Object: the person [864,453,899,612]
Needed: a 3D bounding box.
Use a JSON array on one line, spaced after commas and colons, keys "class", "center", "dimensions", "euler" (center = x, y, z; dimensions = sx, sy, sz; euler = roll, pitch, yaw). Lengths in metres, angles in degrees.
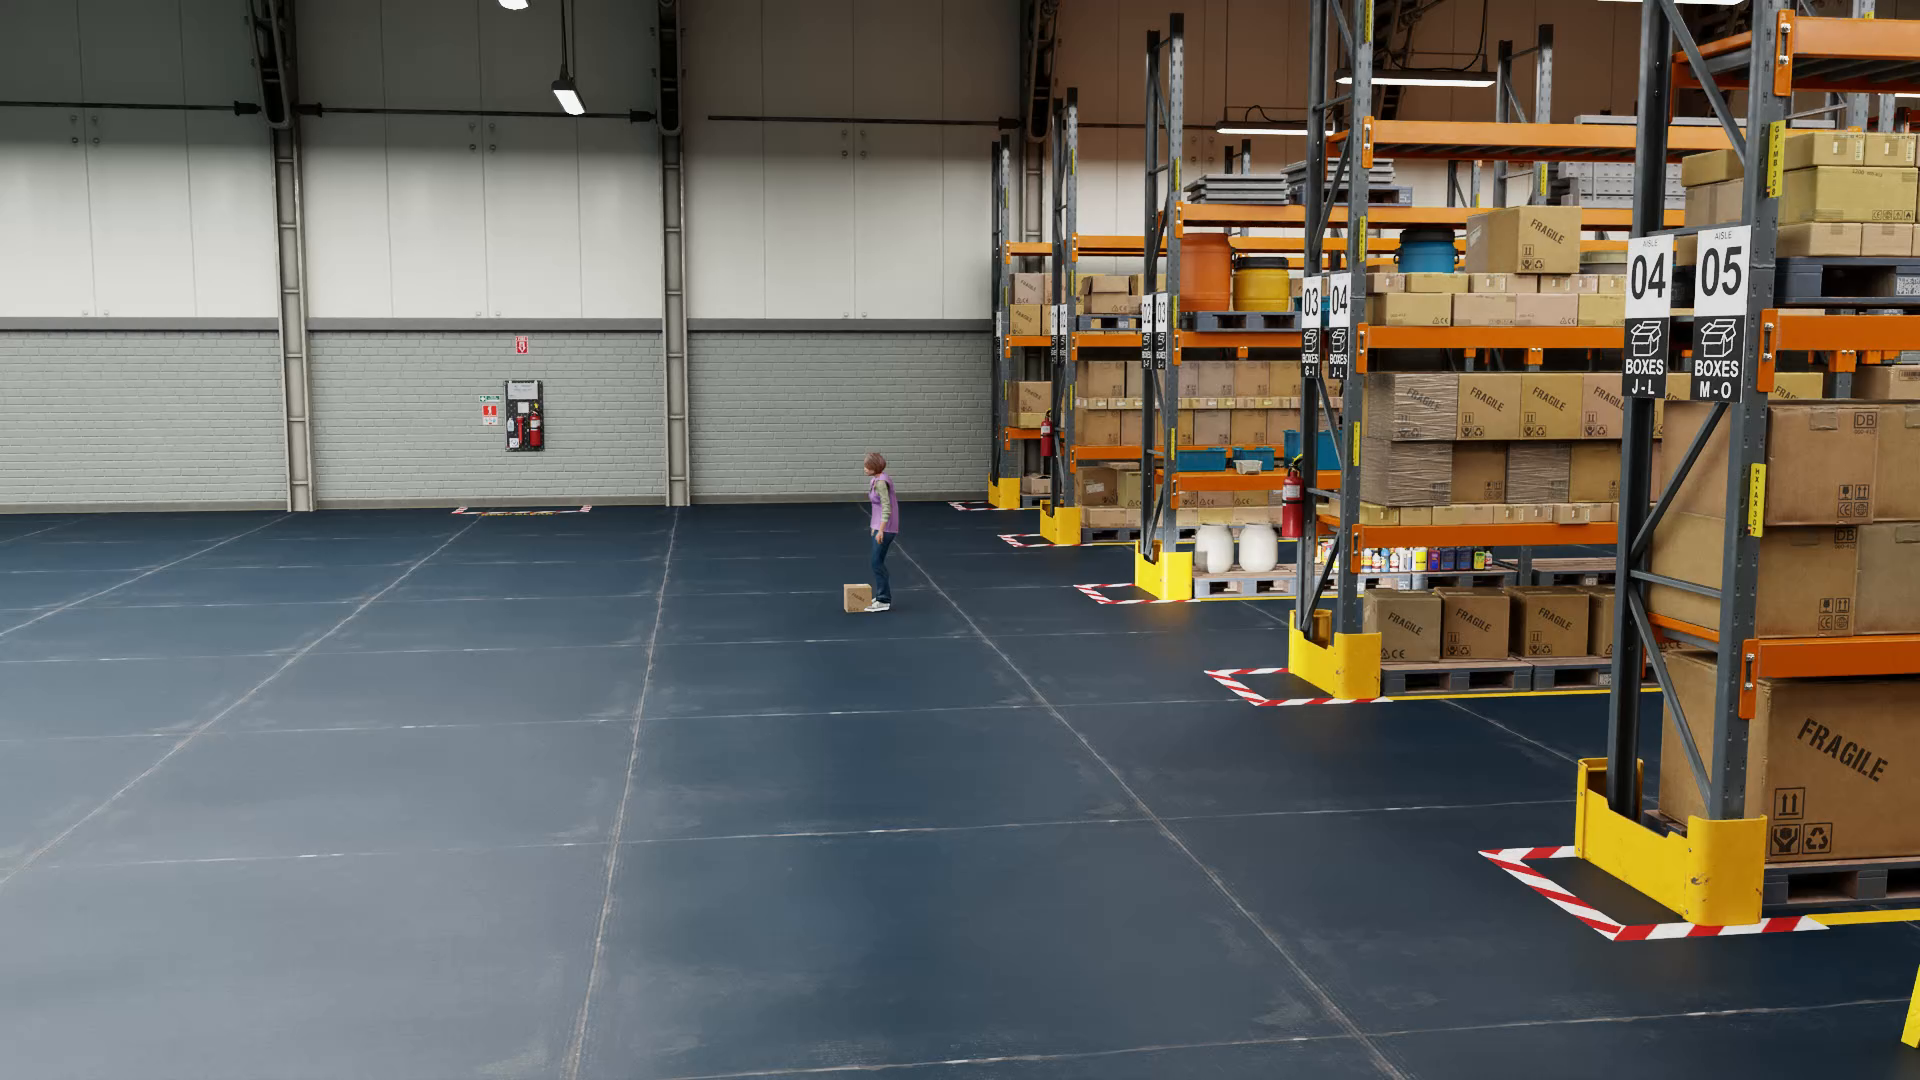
[{"class": "person", "center": [-0.808, -0.085, 16.757], "dimensions": [0.372, 1.591, 0.459], "euler": [-1, 7, -9]}]
